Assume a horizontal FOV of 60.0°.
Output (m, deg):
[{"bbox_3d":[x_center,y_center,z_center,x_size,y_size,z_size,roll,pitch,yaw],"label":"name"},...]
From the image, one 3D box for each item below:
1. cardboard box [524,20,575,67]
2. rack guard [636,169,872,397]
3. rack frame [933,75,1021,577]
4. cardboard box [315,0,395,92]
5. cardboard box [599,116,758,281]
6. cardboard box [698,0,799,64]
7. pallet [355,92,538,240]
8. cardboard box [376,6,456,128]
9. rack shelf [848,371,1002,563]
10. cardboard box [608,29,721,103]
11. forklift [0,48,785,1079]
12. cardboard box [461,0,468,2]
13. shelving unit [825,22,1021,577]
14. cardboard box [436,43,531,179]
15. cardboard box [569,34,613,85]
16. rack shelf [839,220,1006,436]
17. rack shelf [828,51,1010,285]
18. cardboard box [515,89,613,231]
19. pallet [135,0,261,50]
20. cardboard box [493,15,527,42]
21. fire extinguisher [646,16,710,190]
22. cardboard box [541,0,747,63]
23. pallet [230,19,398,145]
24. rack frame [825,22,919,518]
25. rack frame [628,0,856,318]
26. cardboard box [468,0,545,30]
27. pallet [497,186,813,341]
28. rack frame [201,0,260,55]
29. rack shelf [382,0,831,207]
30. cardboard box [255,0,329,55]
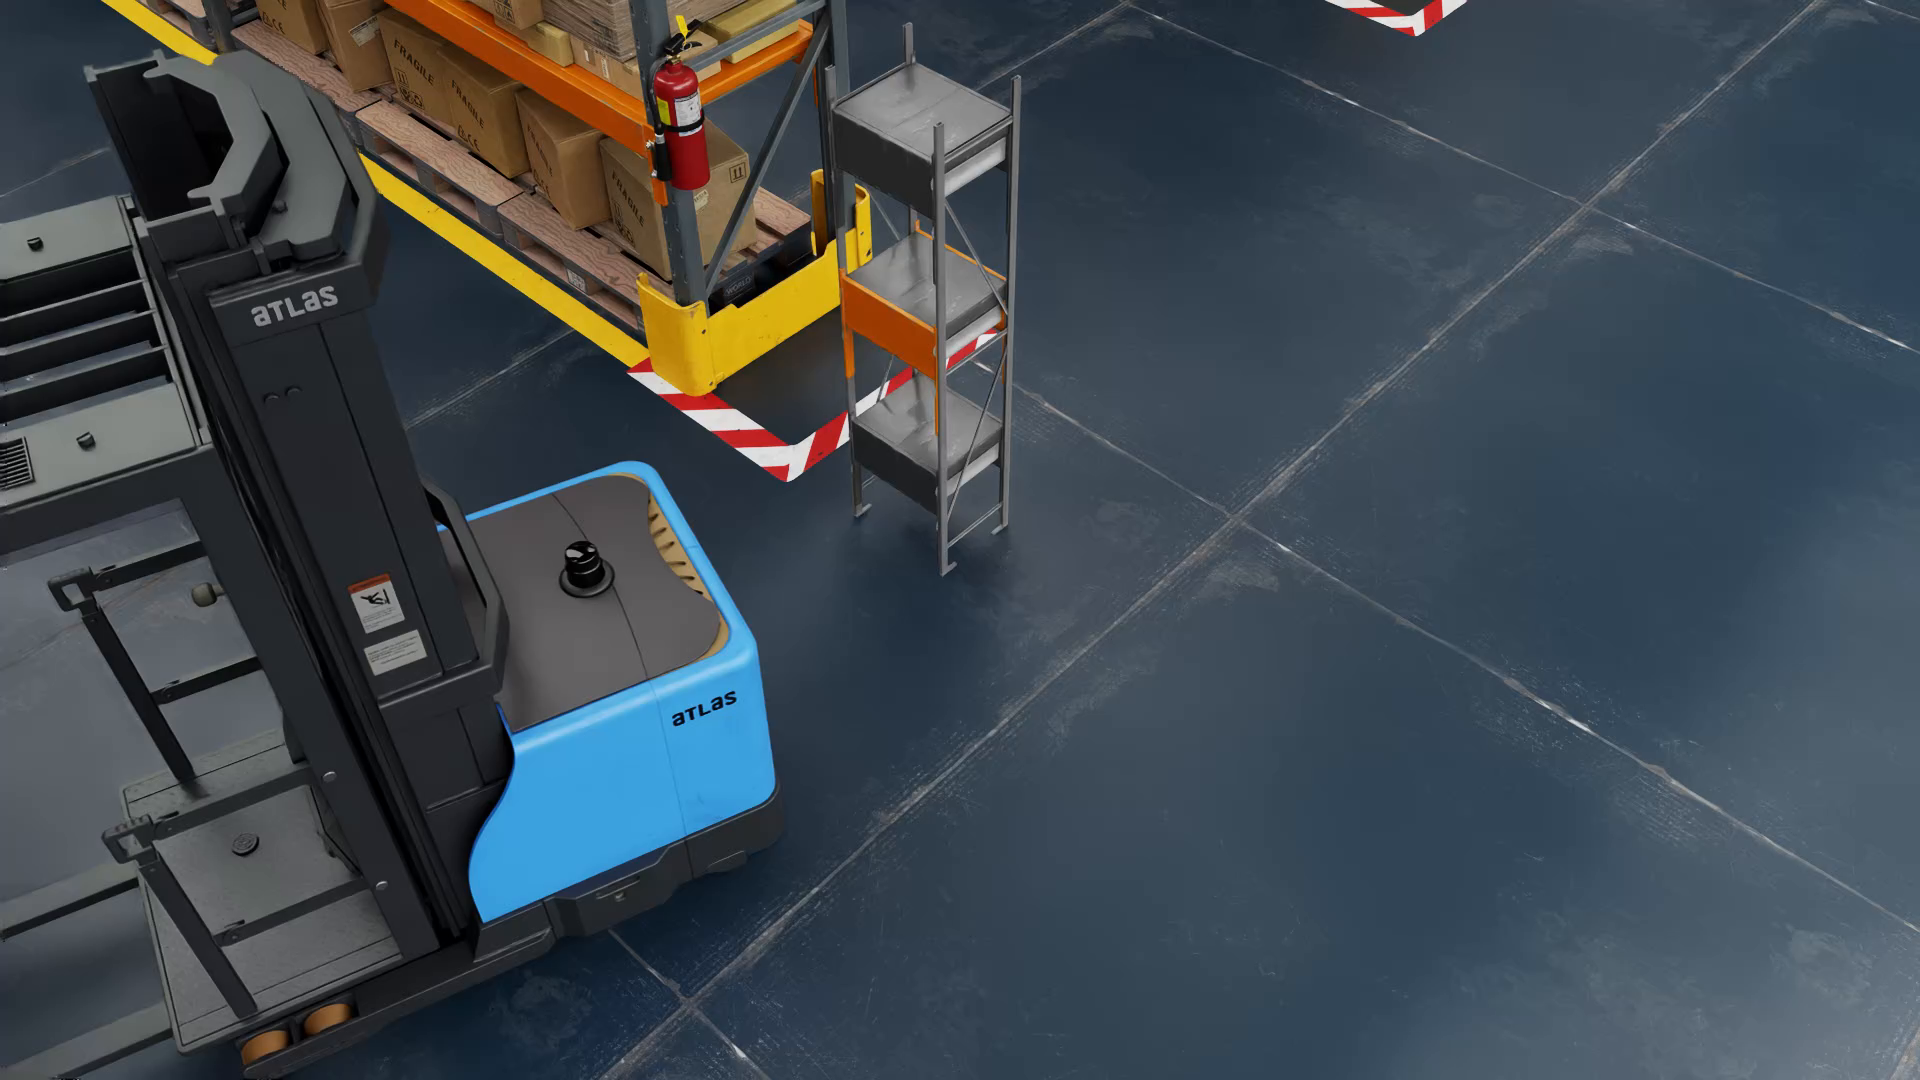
[{"bbox_3d":[-1.609,-2.174,7.015,0.250,0.149,0.380,34,55,28],"label":"cardboard box"},{"bbox_3d":[-0.914,-1.192,7.635,0.348,0.500,1.175,34,55,28],"label":"rack guard"},{"bbox_3d":[0.058,-0.680,6.057,0.015,2.100,0.400,34,55,28],"label":"rack frame"},{"bbox_3d":[-3.104,-2.778,8.836,0.500,0.500,0.500,-22,51,-19],"label":"cardboard box"},{"bbox_3d":[-1.305,-1.616,7.745,0.500,0.500,0.500,-28,53,-24],"label":"cardboard box"},{"bbox_3d":[-0.906,-2.193,7.032,0.250,0.149,0.380,34,55,28],"label":"cardboard box"},{"bbox_3d":[-2.379,-2.117,8.702,1.213,0.211,1.003,34,55,28],"label":"pallet"},{"bbox_3d":[-2.595,-2.513,8.587,0.500,0.500,0.500,29,53,25],"label":"cardboard box"},{"bbox_3d":[-0.122,-0.312,6.690,0.480,0.518,0.431,34,55,28],"label":"rack shelf"},{"bbox_3d":[-1.207,-1.955,6.808,0.250,0.149,0.380,34,55,28],"label":"cardboard box"},{"bbox_3d":[-2.157,0.257,4.607,3.031,2.935,1.130,-21,50,-19],"label":"forklift"},{"bbox_3d":[-2.137,-2.564,7.380,0.250,0.149,0.380,34,55,28],"label":"cardboard box"},{"bbox_3d":[-0.122,-0.801,6.170,0.503,2.100,0.431,34,55,28],"label":"shelving unit"},{"bbox_3d":[-2.215,-2.213,8.305,0.500,0.500,0.500,-33,55,-27],"label":"cardboard box"},{"bbox_3d":[-1.391,-2.078,6.925,0.250,0.149,0.380,34,55,28],"label":"cardboard box"},{"bbox_3d":[-0.122,-0.791,6.180,0.480,0.518,0.431,34,55,28],"label":"rack shelf"},{"bbox_3d":[-0.122,-1.270,5.670,0.480,0.518,0.431,34,55,28],"label":"rack shelf"},{"bbox_3d":[-1.768,-1.893,8.005,0.500,0.500,0.500,-25,52,-21],"label":"cardboard box"},{"bbox_3d":[-4.370,-3.418,9.923,1.213,0.211,1.003,34,55,28],"label":"pallet"},{"bbox_3d":[-1.783,-2.306,7.139,0.250,0.149,0.380,34,55,28],"label":"cardboard box"},{"bbox_3d":[-1.086,-1.680,6.432,0.183,0.674,0.296,34,55,28],"label":"fire extinguisher"},{"bbox_3d":[-1.243,-2.433,6.813,0.500,0.500,0.875,34,55,28],"label":"cardboard box"},{"bbox_3d":[-3.280,-2.720,9.268,1.213,0.211,1.003,34,55,28],"label":"pallet"},{"bbox_3d":[-0.301,-0.921,6.283,0.015,2.100,0.400,34,55,28],"label":"rack frame"},{"bbox_3d":[-0.858,-2.010,6.688,0.127,3.000,1.000,34,55,28],"label":"rack frame"},{"bbox_3d":[-1.692,-2.616,6.984,0.500,0.500,0.875,34,55,28],"label":"cardboard box"},{"bbox_3d":[-1.487,-1.514,8.135,1.213,0.211,1.003,34,55,28],"label":"pallet"},{"bbox_3d":[-3.797,-3.988,8.545,0.127,3.000,1.000,34,55,28],"label":"rack frame"},{"bbox_3d":[-2.328,-2.753,7.879,4.000,0.370,1.077,34,55,28],"label":"rack shelf"},{"bbox_3d":[-3.531,-3.057,9.098,0.500,0.500,0.500,32,55,27],"label":"cardboard box"}]
